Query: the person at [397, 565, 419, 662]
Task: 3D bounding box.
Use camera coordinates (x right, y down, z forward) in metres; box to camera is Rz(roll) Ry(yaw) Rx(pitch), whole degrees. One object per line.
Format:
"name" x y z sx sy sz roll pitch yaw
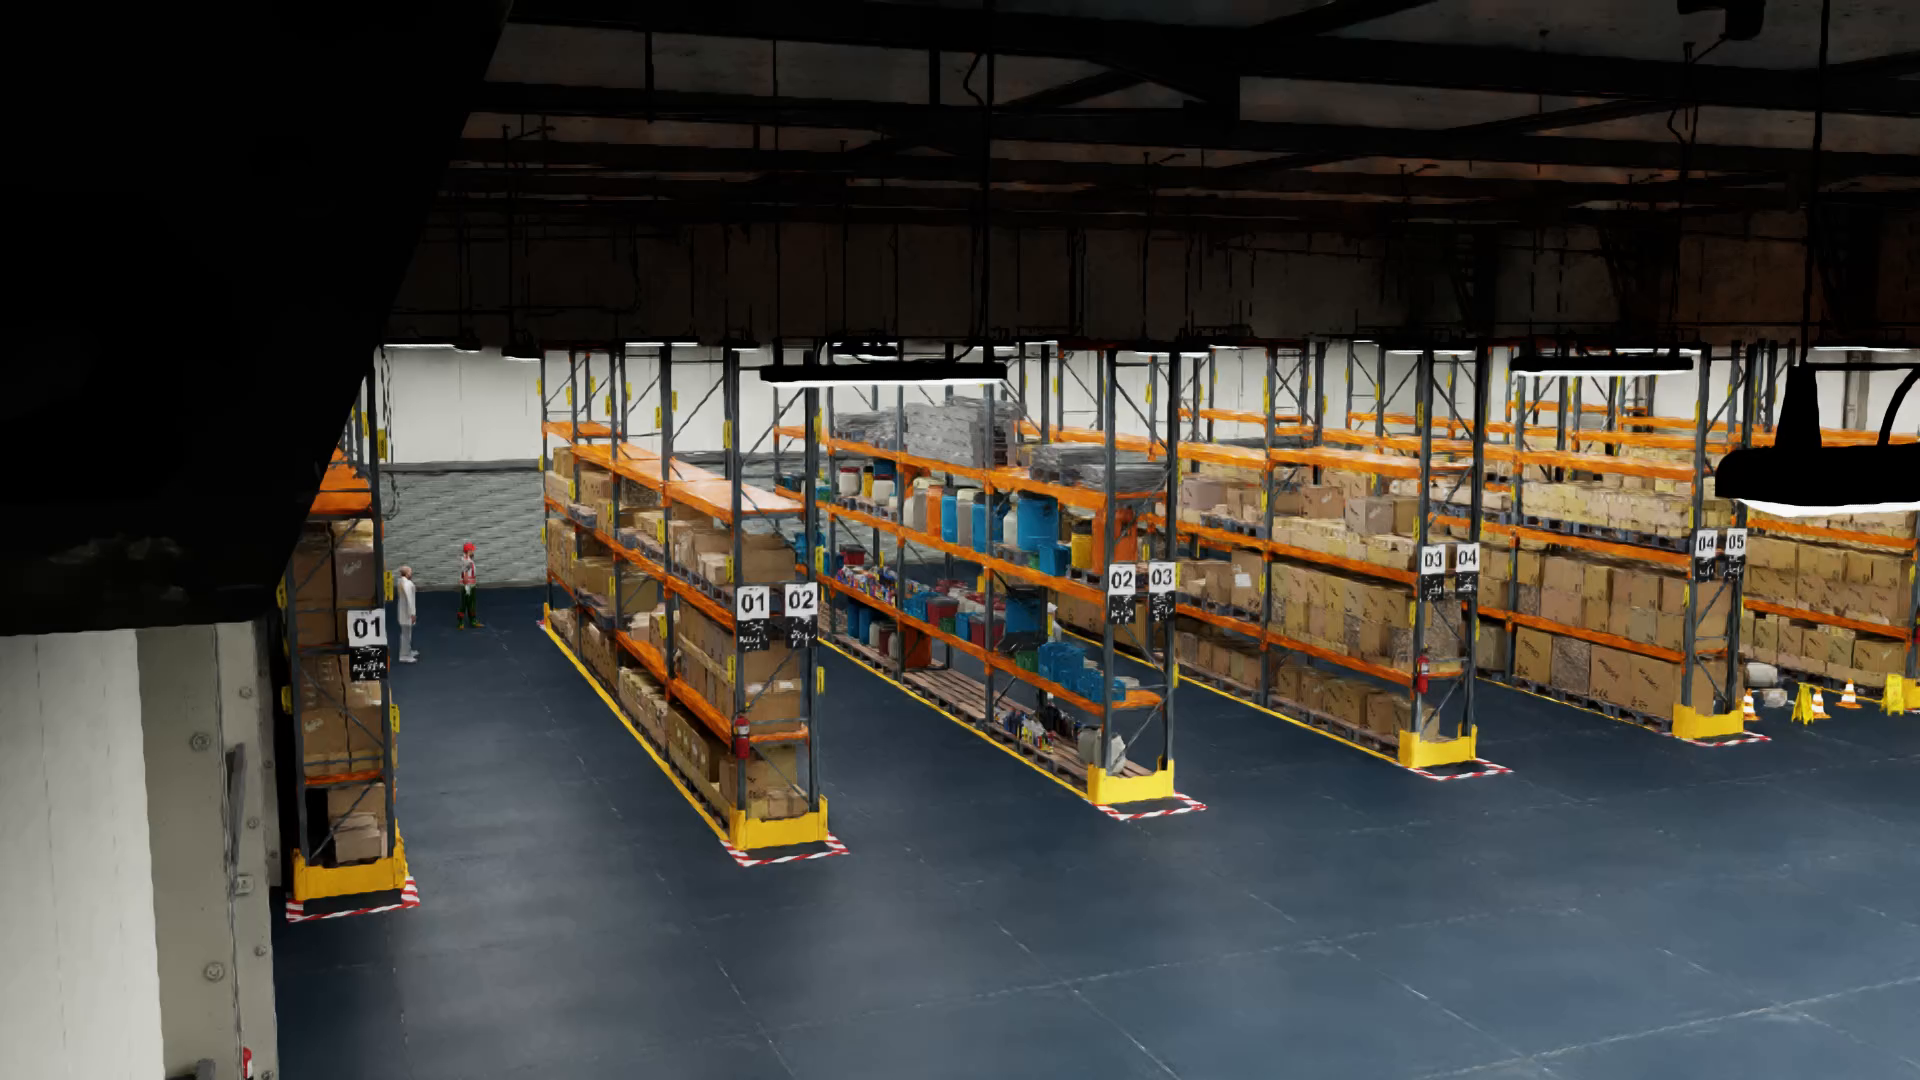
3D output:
"person" -10.394 1.358 31.313 0.434 1.791 0.710 -4 9 -31

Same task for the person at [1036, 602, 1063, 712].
"person" 1.456 1.899 27.135 0.400 1.794 0.649 -7 10 -44

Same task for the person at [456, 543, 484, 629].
"person" -10.225 0.947 34.608 0.514 1.792 0.655 -1 8 -8
